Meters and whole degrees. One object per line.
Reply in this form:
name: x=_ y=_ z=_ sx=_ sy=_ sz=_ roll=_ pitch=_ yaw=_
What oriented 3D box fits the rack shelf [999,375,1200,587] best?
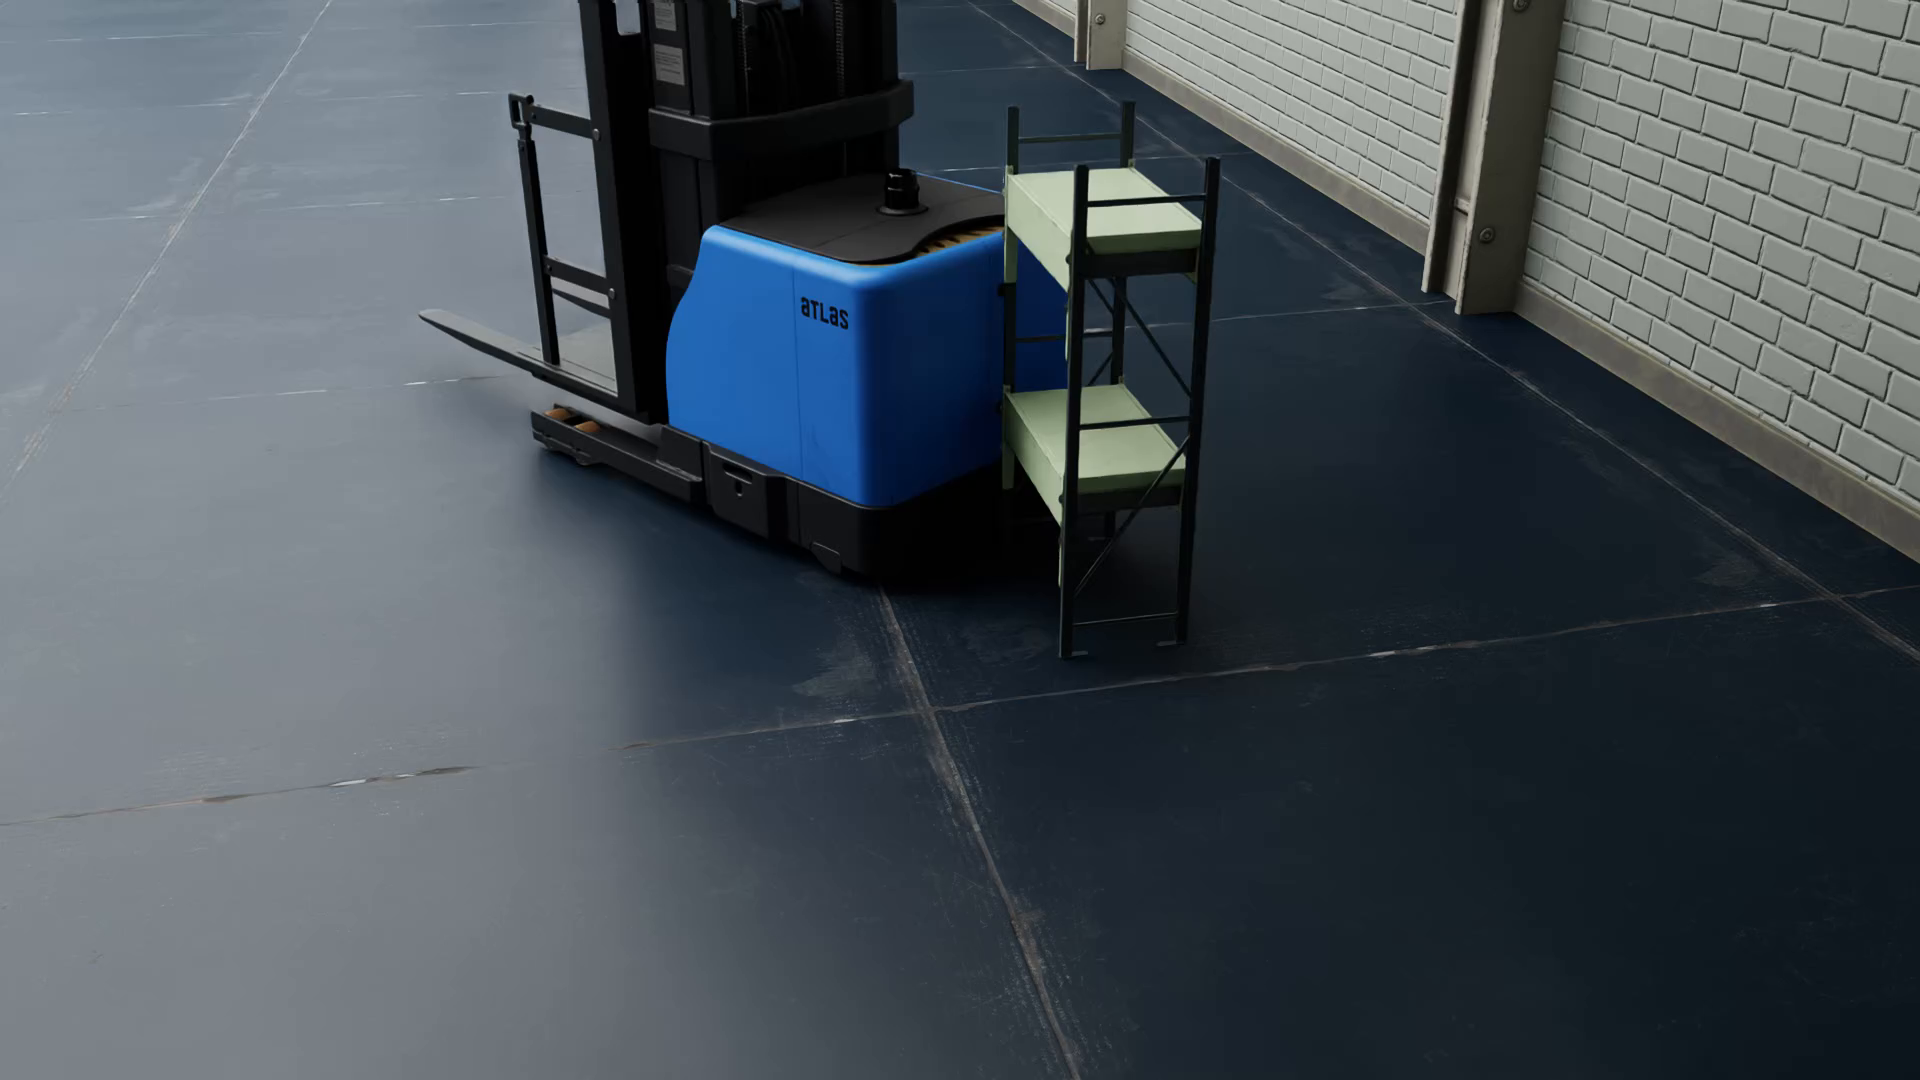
rack shelf: x=0.418 y=-0.202 z=5.209 sx=0.431 sy=0.370 sz=0.720 roll=-6 pitch=27 yaw=-11

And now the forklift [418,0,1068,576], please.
forklift: x=-1.012 y=-1.743 z=5.950 sx=3.031 sy=2.935 sz=1.130 roll=23 pitch=34 yaw=37

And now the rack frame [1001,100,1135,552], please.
rack frame: x=0.337 y=-0.654 z=5.381 sx=0.400 sy=1.500 sz=0.023 roll=-6 pitch=27 yaw=-11

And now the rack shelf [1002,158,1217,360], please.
rack shelf: x=0.418 y=-0.841 z=4.886 sx=0.431 sy=0.370 sz=0.720 roll=-6 pitch=27 yaw=-11

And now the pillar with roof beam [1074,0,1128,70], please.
pillar with roof beam: x=-3.080 y=-7.379 z=10.383 sx=9.100 sy=9.000 sz=0.400 roll=-6 pitch=27 yaw=-12

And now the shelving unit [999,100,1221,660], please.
shelving unit: x=0.418 y=-0.493 z=5.062 sx=0.431 sy=1.500 sz=0.755 roll=-6 pitch=27 yaw=-11

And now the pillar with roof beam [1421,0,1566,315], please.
pillar with roof beam: x=-1.728 y=-4.745 z=5.165 sx=9.100 sy=9.000 sz=0.400 roll=-6 pitch=27 yaw=-12

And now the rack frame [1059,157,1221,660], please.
rack frame: x=0.498 y=-0.332 z=4.743 sx=0.400 sy=1.500 sz=0.023 roll=-6 pitch=27 yaw=-11
